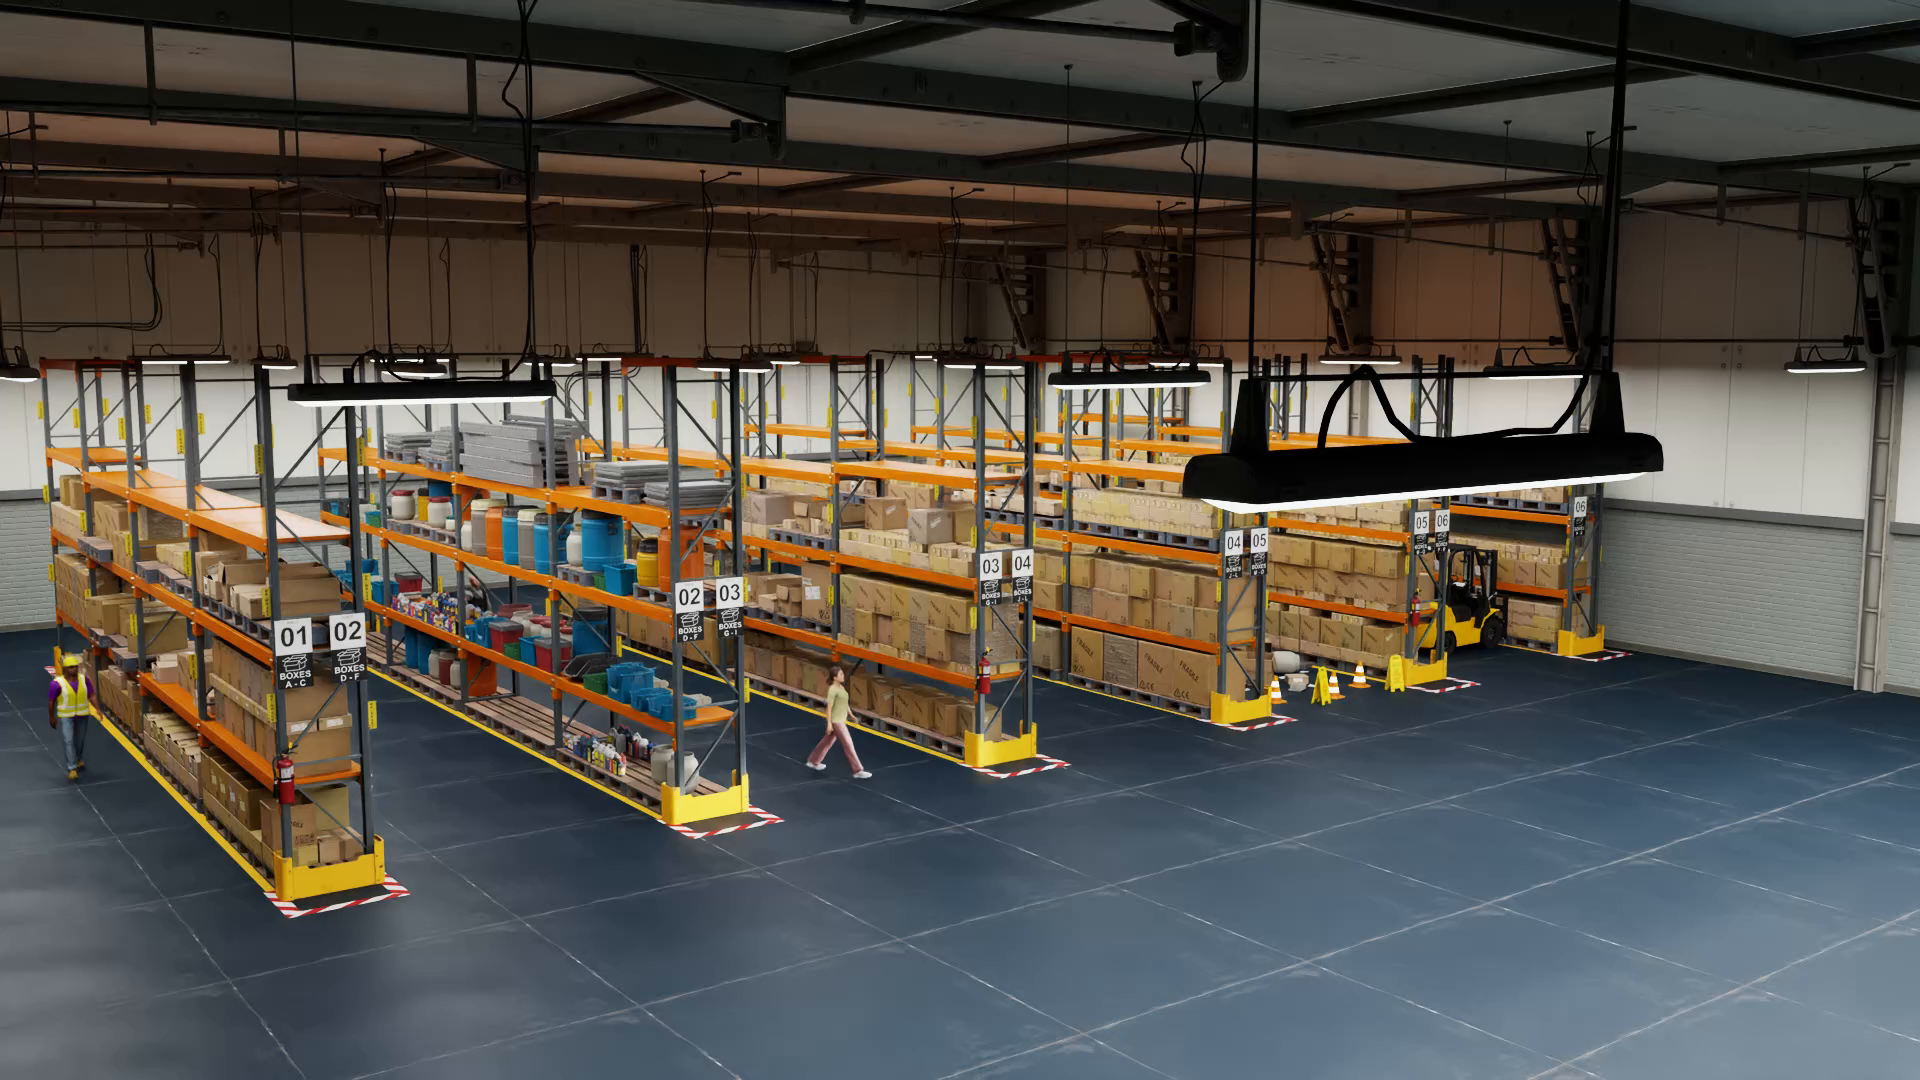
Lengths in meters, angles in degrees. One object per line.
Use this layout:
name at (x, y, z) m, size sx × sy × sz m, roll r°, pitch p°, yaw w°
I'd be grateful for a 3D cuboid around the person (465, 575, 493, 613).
person at (-9.518, 1.525, 32.999) m, size 0.951 × 1.672 × 0.605 m, roll 3°, pitch 8°, yaw 25°

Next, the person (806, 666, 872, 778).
person at (-1.757, 2.619, 24.132) m, size 1.105 × 1.602 × 0.506 m, roll 2°, pitch 7°, yaw 19°

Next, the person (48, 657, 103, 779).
person at (-12.890, 2.551, 24.238) m, size 0.663 × 1.700 × 1.066 m, roll -5°, pitch 9°, yaw -37°
